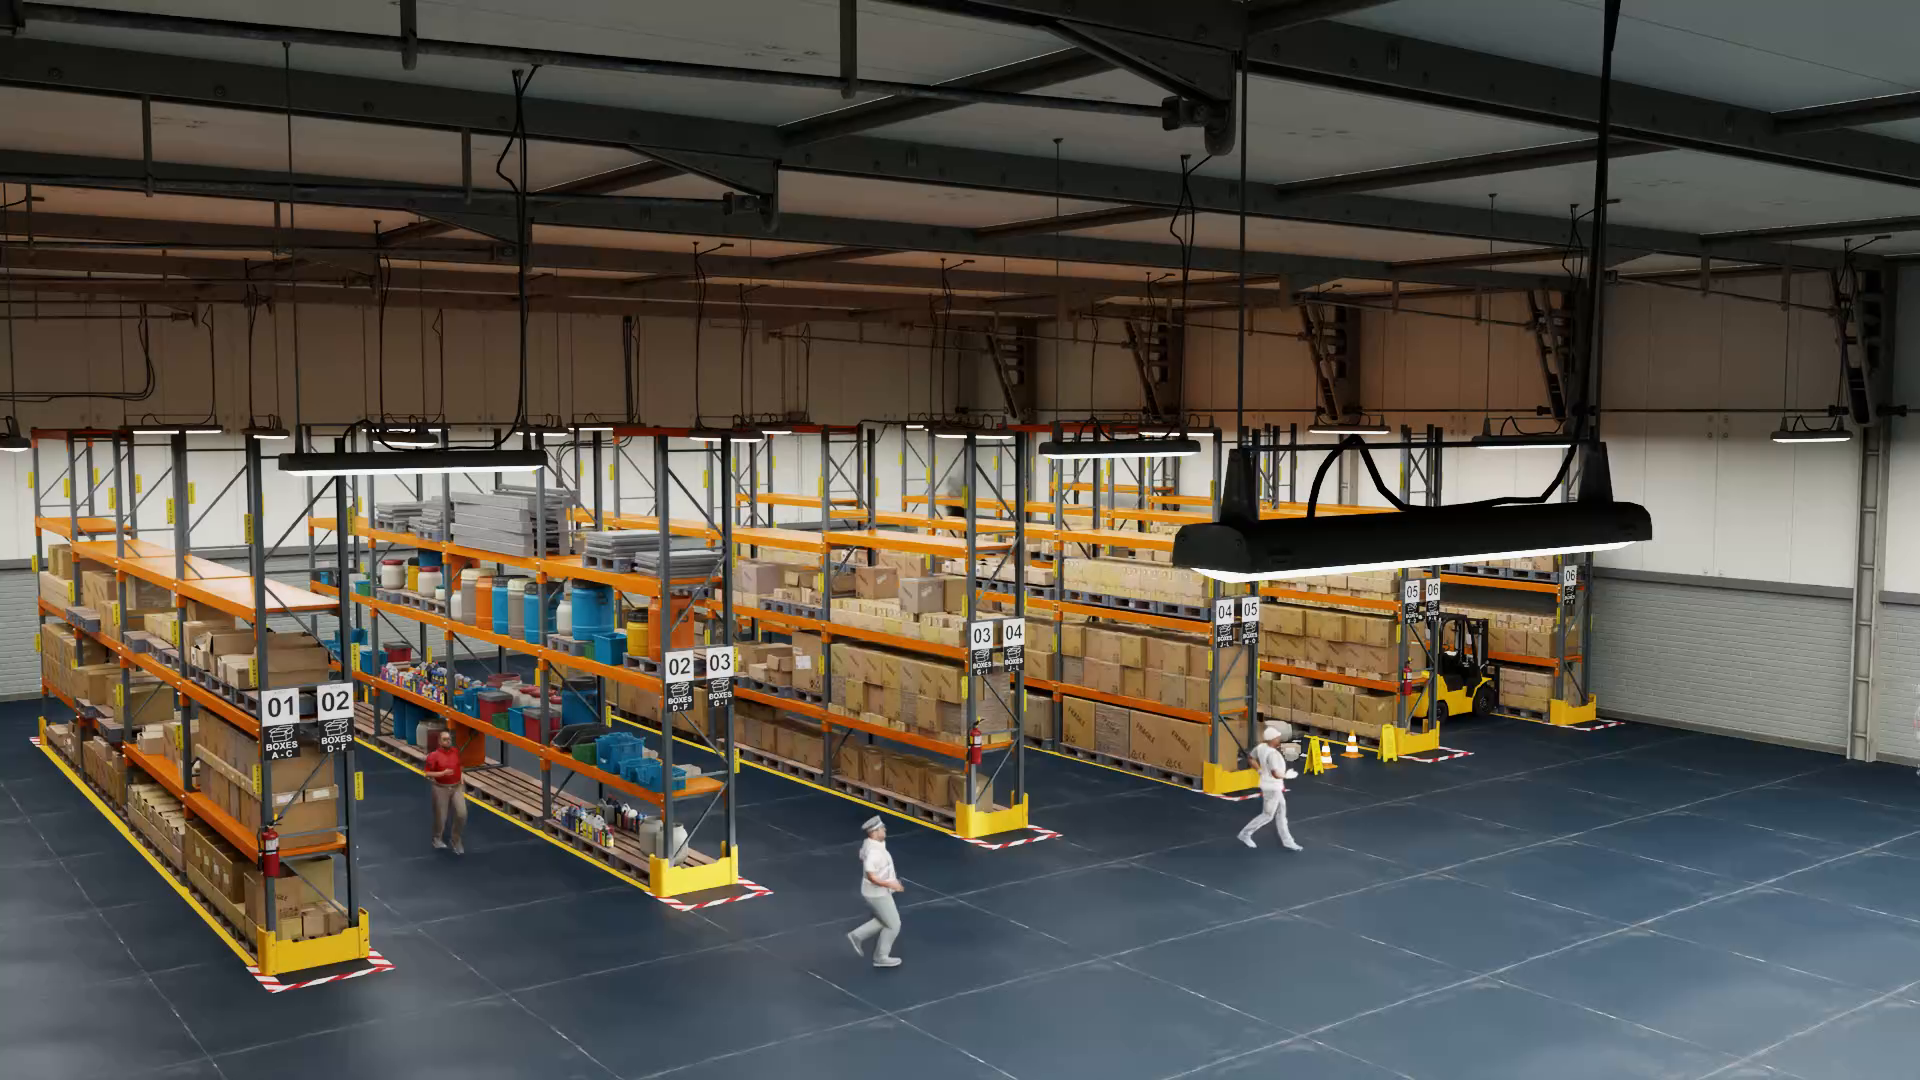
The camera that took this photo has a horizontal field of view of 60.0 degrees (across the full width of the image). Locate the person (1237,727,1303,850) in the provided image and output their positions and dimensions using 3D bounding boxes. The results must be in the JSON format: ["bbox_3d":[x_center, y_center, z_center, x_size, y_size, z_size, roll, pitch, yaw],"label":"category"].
[{"bbox_3d":[4.439,3.566,23.744,0.976,1.801,0.690,0,4,-2],"label":"person"}]

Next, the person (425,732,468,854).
[{"bbox_3d":[-7.305,3.621,23.718,0.640,1.781,0.727,-4,6,-43],"label":"person"}]

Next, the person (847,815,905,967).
[{"bbox_3d":[-0.961,3.981,18.877,0.629,1.726,0.661,-1,5,-9],"label":"person"}]
